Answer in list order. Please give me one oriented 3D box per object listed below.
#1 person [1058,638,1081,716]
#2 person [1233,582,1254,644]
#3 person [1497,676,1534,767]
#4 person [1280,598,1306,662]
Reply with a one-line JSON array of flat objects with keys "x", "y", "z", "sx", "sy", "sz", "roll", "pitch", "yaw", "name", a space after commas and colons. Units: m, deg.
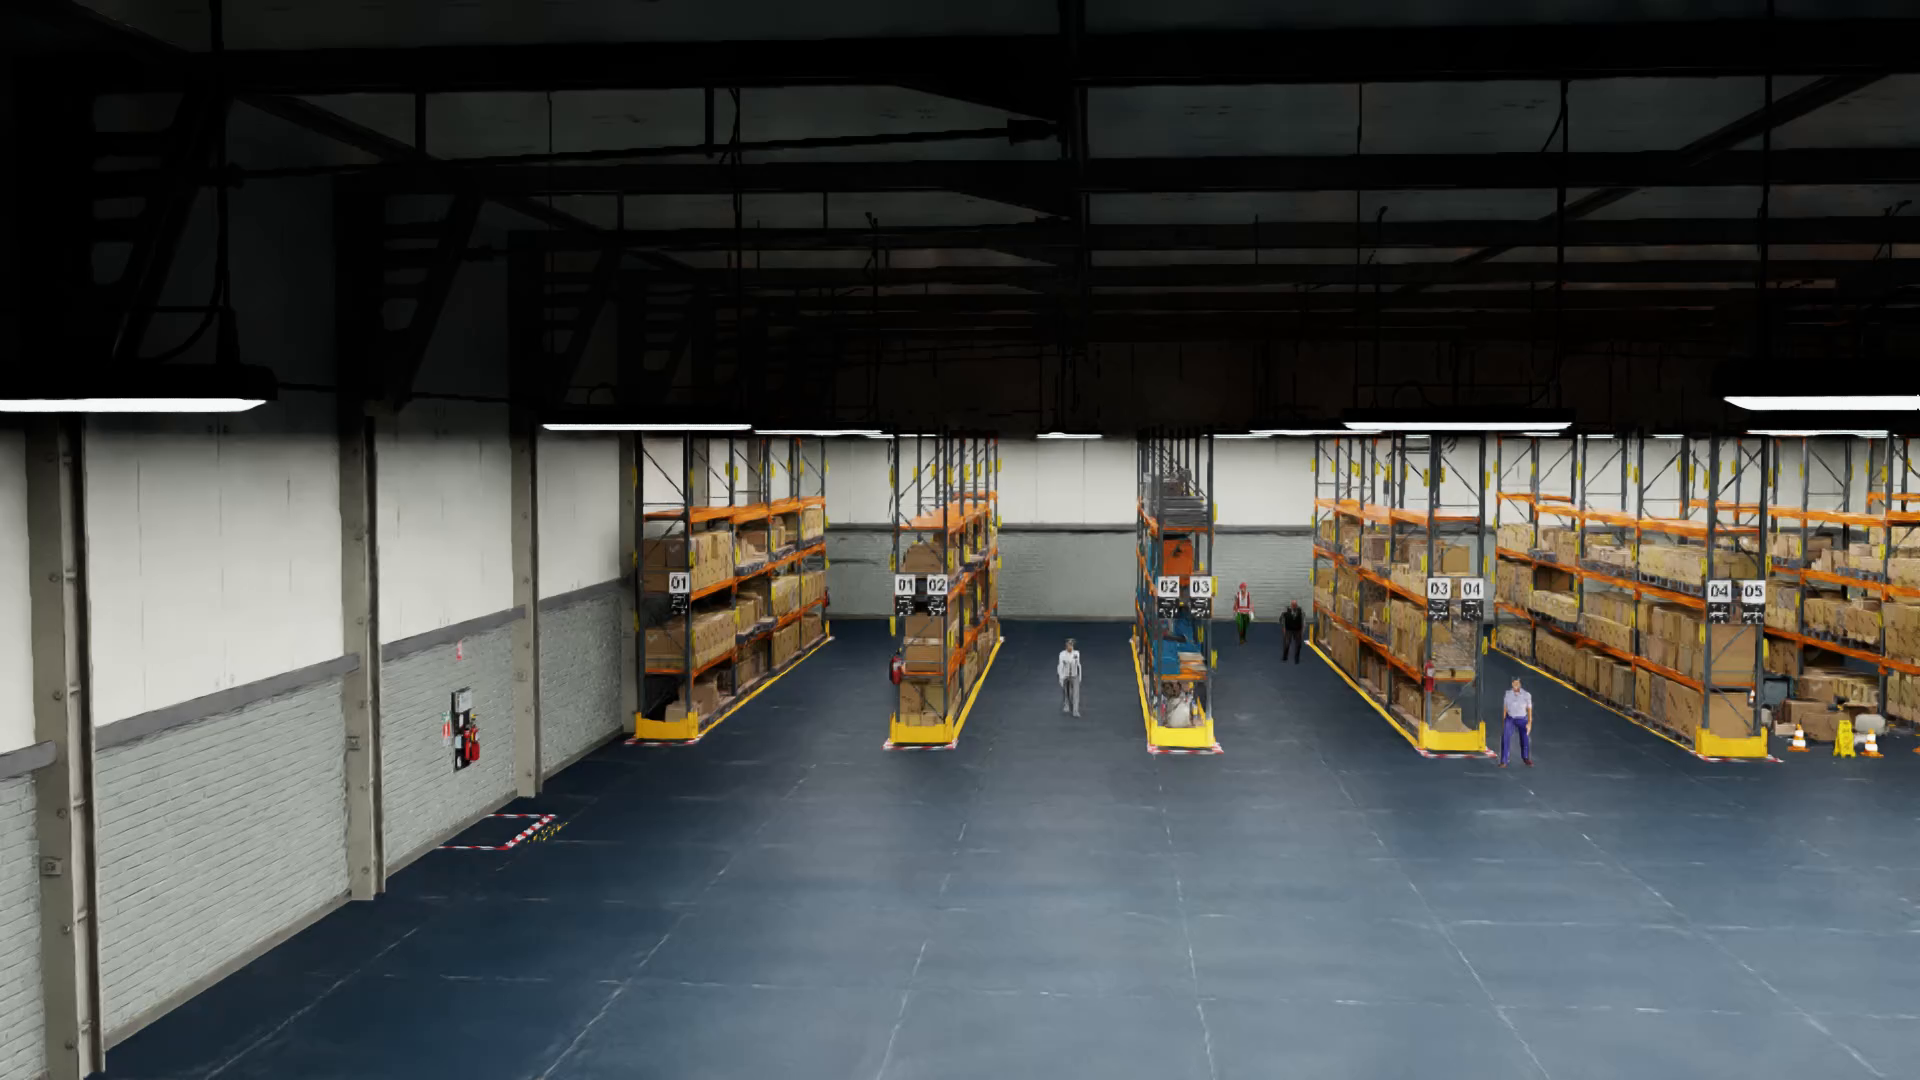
[{"x": 2.285, "y": 2.820, "z": 34.632, "sx": 0.498, "sy": 1.585, "sz": 1.075, "roll": 0, "pitch": 3, "yaw": 2, "name": "person"}, {"x": 7.990, "y": 2.043, "z": 46.805, "sx": 0.567, "sy": 1.736, "sz": 1.044, "roll": 0, "pitch": 3, "yaw": 4, "name": "person"}, {"x": 9.741, "y": 3.175, "z": 29.100, "sx": 0.513, "sy": 1.596, "sz": 0.920, "roll": 2, "pitch": 4, "yaw": 28, "name": "person"}, {"x": 8.585, "y": 2.320, "z": 42.875, "sx": 0.677, "sy": 1.672, "sz": 0.534, "roll": 0, "pitch": 3, "yaw": 5, "name": "person"}]
